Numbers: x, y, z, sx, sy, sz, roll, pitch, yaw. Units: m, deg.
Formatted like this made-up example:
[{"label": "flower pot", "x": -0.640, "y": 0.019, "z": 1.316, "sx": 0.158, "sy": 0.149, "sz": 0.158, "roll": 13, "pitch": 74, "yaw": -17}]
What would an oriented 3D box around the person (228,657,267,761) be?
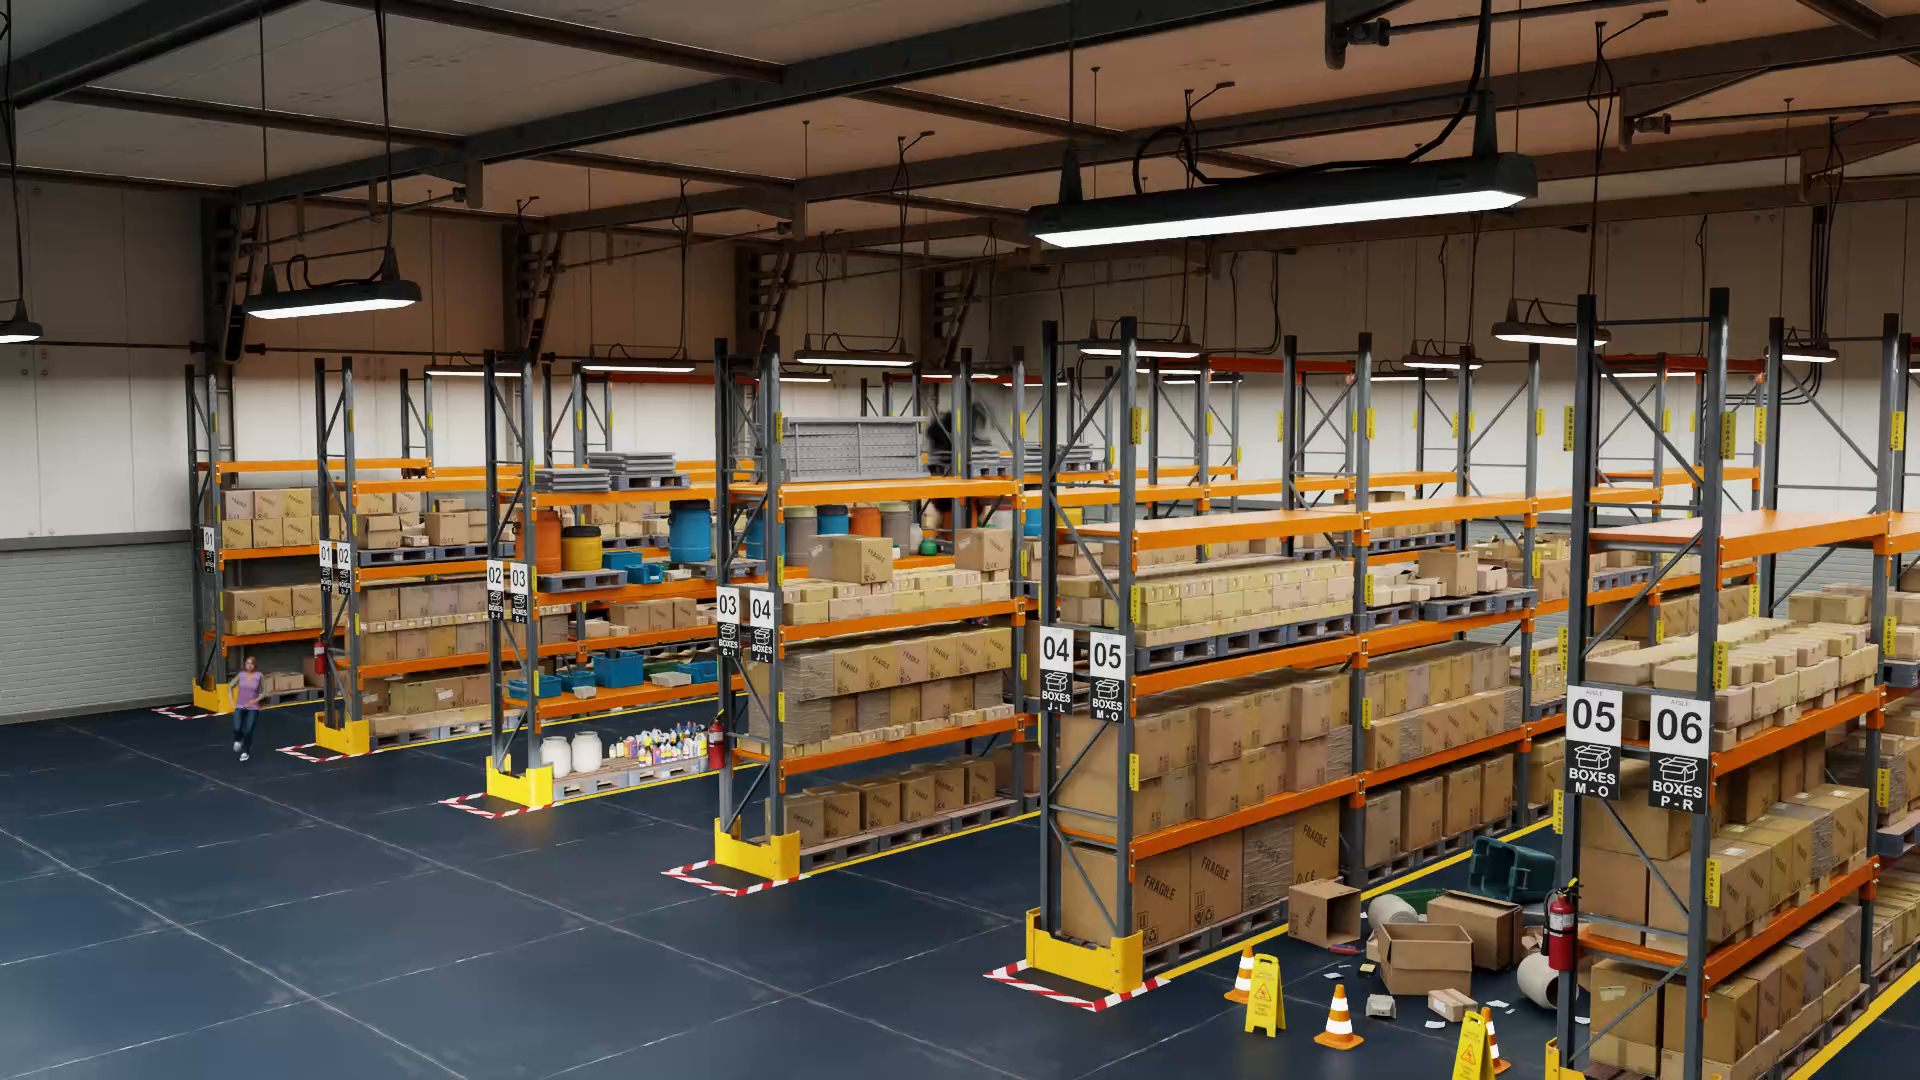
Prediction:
[{"label": "person", "x": -10.576, "y": 2.511, "z": 24.685, "sx": 0.553, "sy": 1.552, "sz": 0.481, "roll": -2, "pitch": 5, "yaw": -20}]
